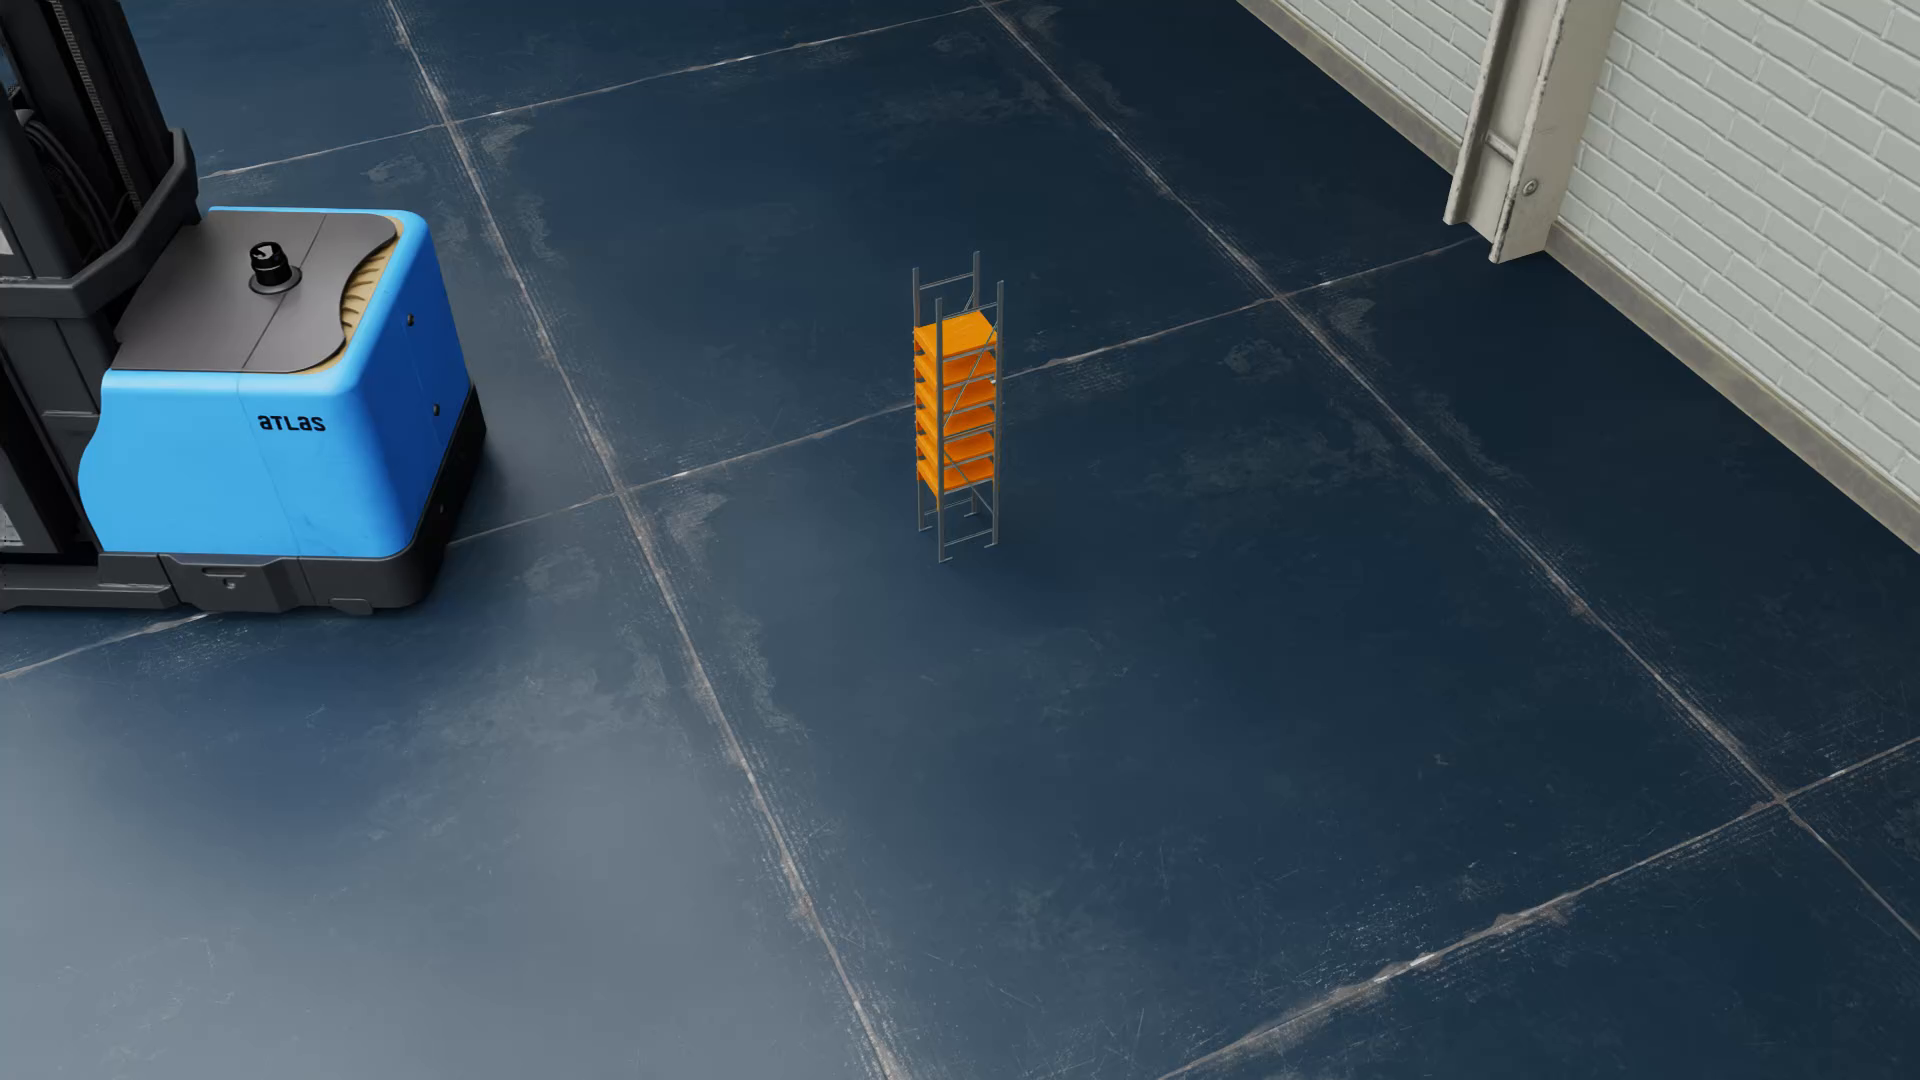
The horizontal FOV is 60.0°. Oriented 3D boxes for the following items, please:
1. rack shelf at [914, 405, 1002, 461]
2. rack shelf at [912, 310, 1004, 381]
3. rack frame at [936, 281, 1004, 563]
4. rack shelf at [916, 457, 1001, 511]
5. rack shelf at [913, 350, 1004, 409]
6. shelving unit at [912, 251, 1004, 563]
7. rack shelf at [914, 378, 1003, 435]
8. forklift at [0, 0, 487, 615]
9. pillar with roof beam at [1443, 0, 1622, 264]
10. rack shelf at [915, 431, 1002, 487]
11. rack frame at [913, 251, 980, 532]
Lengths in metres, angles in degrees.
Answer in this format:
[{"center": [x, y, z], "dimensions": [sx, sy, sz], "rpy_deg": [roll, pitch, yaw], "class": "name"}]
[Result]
[{"center": [-0.006, -0.405, 5.869], "dimensions": [0.258, 0.103, 0.180], "rpy_deg": [-18, 47, -17], "class": "rack shelf"}, {"center": [-0.006, -0.661, 5.616], "dimensions": [0.258, 0.103, 0.180], "rpy_deg": [-18, 47, -17], "class": "rack shelf"}, {"center": [0.032, -0.378, 5.779], "dimensions": [0.240, 1.200, 0.006], "rpy_deg": [-18, 47, -17], "class": "rack frame"}, {"center": [-0.006, -0.234, 6.038], "dimensions": [0.258, 0.103, 0.180], "rpy_deg": [-18, 47, -17], "class": "rack shelf"}, {"center": [-0.006, -0.576, 5.701], "dimensions": [0.258, 0.103, 0.180], "rpy_deg": [-18, 47, -17], "class": "rack shelf"}, {"center": [-0.006, -0.436, 5.838], "dimensions": [0.258, 1.200, 0.189], "rpy_deg": [-18, 47, -17], "class": "shelving unit"}, {"center": [-0.006, -0.490, 5.785], "dimensions": [0.258, 0.103, 0.180], "rpy_deg": [-18, 47, -17], "class": "rack shelf"}, {"center": [-3.402, -1.153, 5.332], "dimensions": [3.031, 2.935, 1.130], "rpy_deg": [1, 45, 1], "class": "forklift"}, {"center": [-1.431, -3.350, 3.238], "dimensions": [9.100, 9.000, 0.400], "rpy_deg": [-18, 47, -17], "class": "pillar with roof beam"}, {"center": [-0.006, -0.319, 5.953], "dimensions": [0.258, 0.103, 0.180], "rpy_deg": [-18, 47, -17], "class": "rack shelf"}, {"center": [-0.045, -0.495, 5.897], "dimensions": [0.240, 1.200, 0.006], "rpy_deg": [-18, 47, -17], "class": "rack frame"}]
